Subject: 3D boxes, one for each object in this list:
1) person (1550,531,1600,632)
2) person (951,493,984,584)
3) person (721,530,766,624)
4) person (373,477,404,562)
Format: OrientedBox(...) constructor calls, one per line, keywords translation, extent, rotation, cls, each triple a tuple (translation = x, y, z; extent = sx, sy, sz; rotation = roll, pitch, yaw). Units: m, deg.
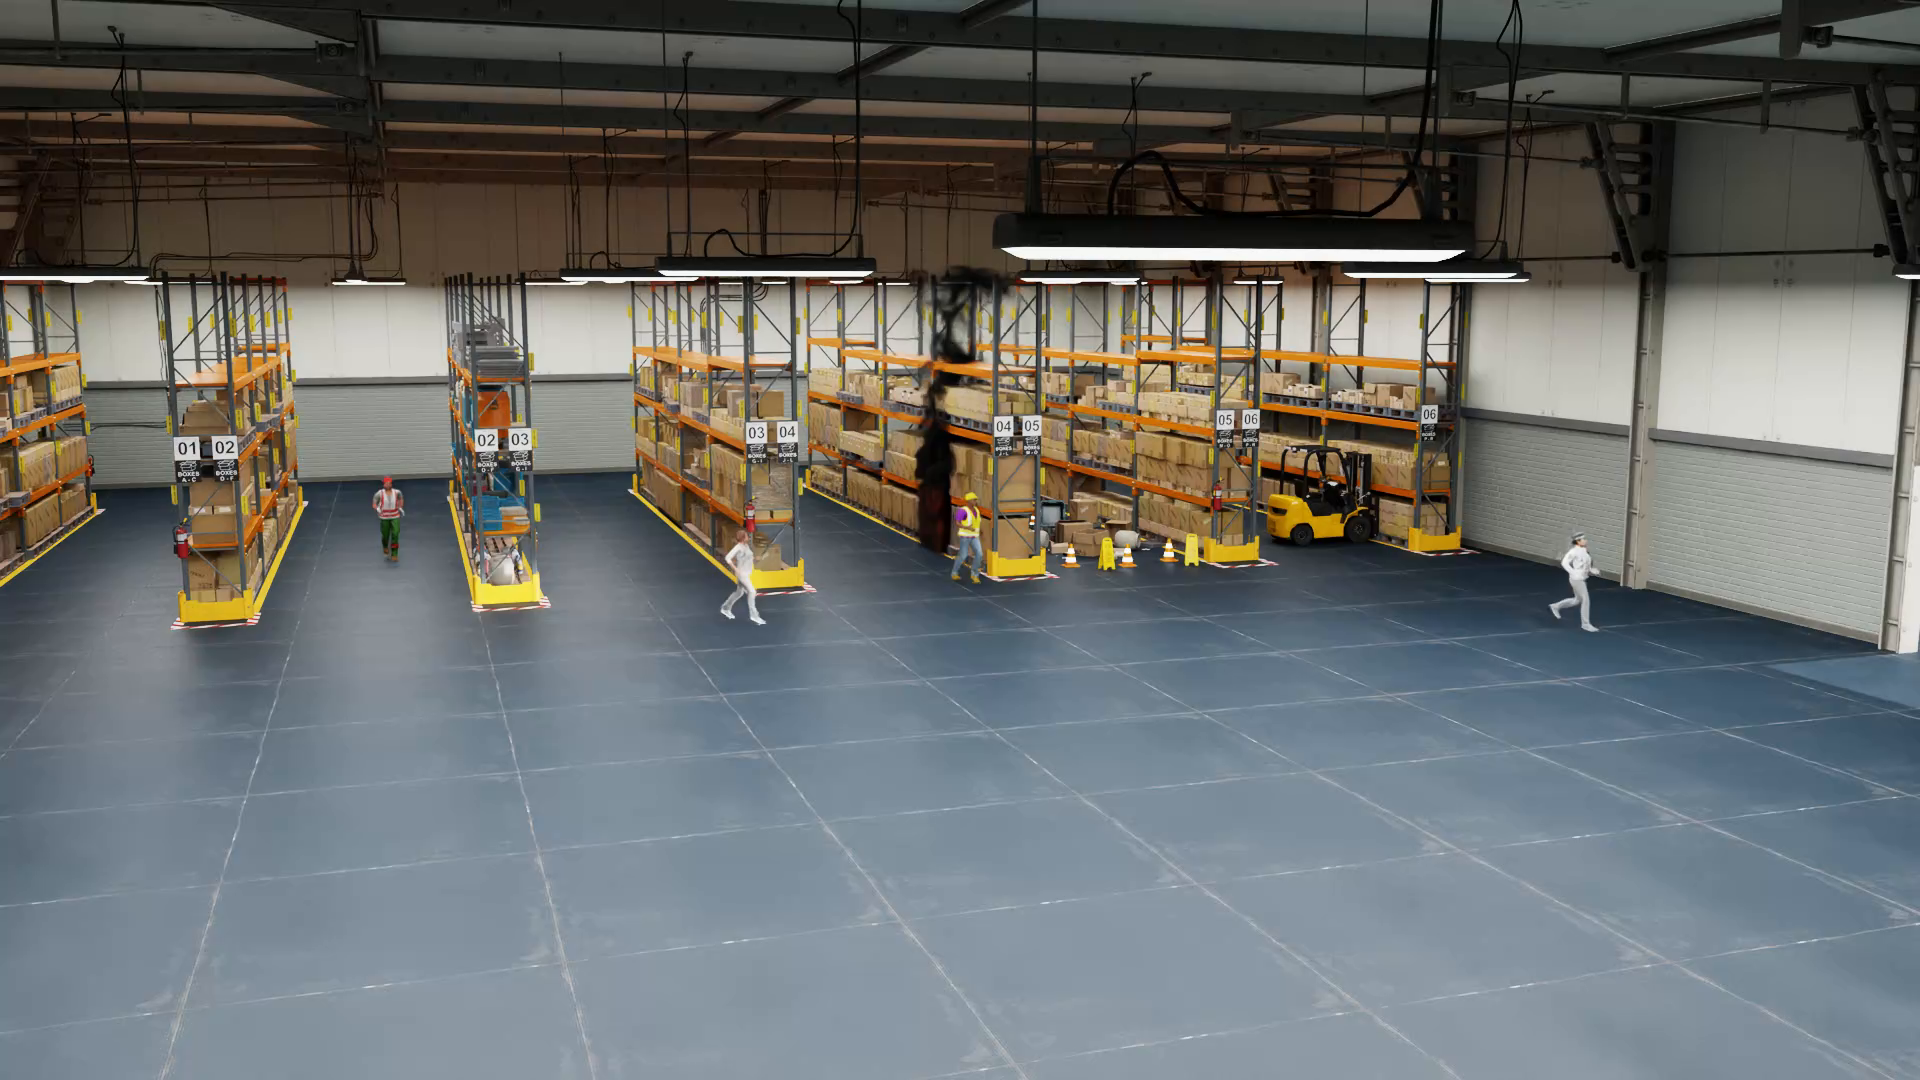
OrientedBox(translation=(10.410, 0.680, 28.117), extent=(0.842, 1.696, 0.618), rotation=(6, 11, 35), cls="person")
OrientedBox(translation=(0.198, -0.037, 32.608), extent=(0.759, 1.787, 0.696), rotation=(-7, 11, -38), cls="person")
OrientedBox(translation=(-3.739, 0.626, 28.533), extent=(0.819, 1.620, 0.521), rotation=(1, 9, 6), cls="person")
OrientedBox(translation=(-12.088, -0.465, 35.206), extent=(0.634, 1.777, 0.984), rotation=(-4, 9, -24), cls="person")
